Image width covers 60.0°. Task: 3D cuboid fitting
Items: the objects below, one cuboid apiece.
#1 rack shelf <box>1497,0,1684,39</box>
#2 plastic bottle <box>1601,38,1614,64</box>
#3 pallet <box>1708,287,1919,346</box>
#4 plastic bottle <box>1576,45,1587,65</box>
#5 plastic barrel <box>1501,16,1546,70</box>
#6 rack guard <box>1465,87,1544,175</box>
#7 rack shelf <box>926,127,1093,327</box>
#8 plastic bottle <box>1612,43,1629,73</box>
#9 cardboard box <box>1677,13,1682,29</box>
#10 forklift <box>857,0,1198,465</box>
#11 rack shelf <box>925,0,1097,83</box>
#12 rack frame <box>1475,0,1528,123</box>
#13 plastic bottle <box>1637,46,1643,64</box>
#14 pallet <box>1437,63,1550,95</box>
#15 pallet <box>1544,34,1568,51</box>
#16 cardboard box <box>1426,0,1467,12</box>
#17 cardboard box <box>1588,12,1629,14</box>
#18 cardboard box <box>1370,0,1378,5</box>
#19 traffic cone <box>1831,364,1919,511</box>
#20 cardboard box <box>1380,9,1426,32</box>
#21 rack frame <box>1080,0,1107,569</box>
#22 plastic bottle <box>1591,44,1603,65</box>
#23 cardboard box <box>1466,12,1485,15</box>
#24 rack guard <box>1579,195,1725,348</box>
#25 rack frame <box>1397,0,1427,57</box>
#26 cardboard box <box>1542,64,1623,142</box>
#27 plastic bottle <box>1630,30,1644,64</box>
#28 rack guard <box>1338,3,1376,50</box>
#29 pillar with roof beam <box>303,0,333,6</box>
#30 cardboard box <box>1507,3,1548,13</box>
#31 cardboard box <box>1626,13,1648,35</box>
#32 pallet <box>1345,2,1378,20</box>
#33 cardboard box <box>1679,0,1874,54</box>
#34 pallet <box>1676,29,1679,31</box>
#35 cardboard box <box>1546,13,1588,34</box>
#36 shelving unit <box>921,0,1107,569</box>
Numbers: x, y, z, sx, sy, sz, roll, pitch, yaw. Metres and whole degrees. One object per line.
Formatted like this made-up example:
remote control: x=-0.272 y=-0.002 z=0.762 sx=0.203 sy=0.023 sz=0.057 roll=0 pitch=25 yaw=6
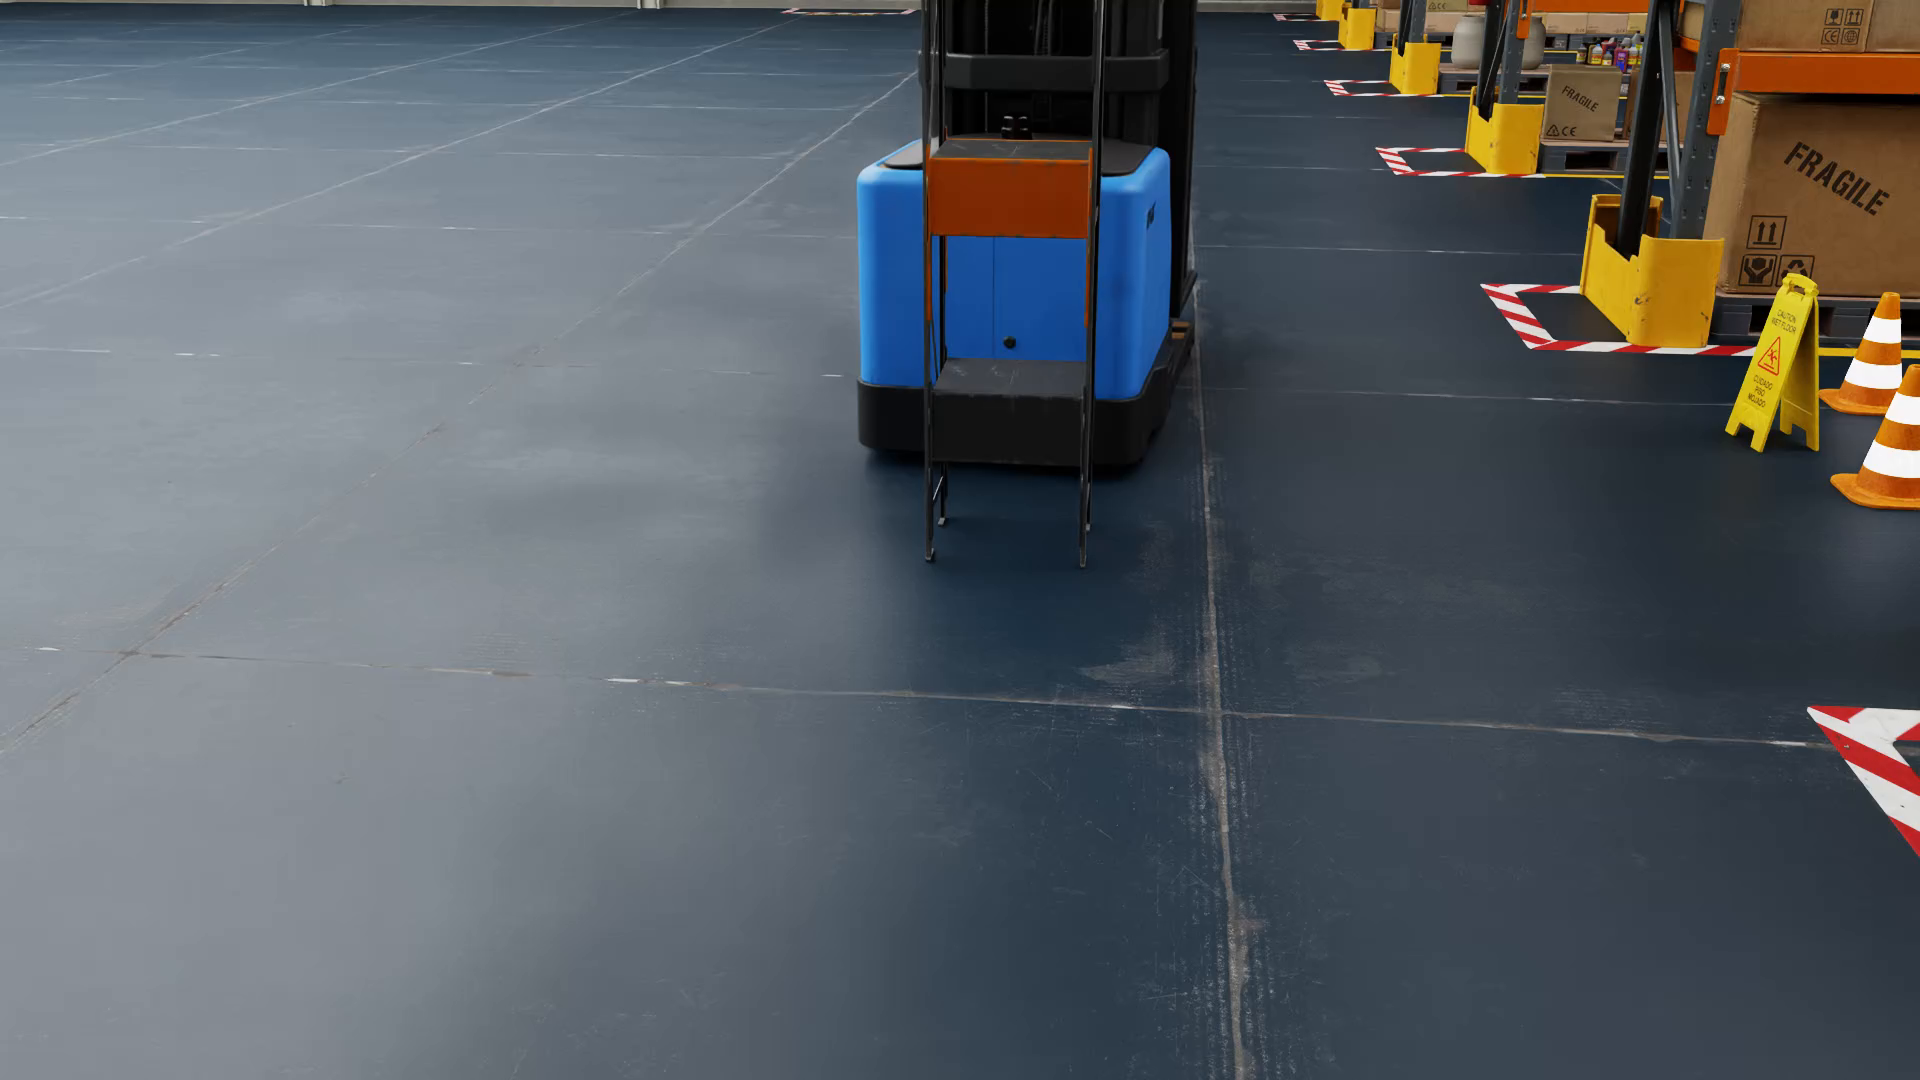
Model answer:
rack shelf: x=6.054 y=-3.882 z=12.158 sx=4.000 sy=0.370 sz=1.077 roll=2 pitch=22 yaw=6
plastic bottle: x=6.773 y=-5.109 z=17.389 sx=0.135 sy=0.276 sz=0.152 roll=3 pitch=22 yaw=7
pallet: x=4.187 y=-1.194 z=8.172 sx=1.213 sy=0.211 sz=1.003 roll=2 pitch=22 yaw=6
plastic bottle: x=6.526 y=-5.095 z=17.456 sx=0.097 sy=0.201 sz=0.097 roll=0 pitch=22 yaw=0
plastic barrel: x=5.811 y=-5.128 z=17.142 sx=0.421 sy=0.512 sz=0.421 roll=0 pitch=22 yaw=0
rack guard: x=4.143 y=-3.137 z=12.696 sx=0.348 sy=0.500 sz=1.175 roll=2 pitch=22 yaw=6
rack shelf: x=0.164 y=-0.957 z=5.041 sx=0.480 sy=0.518 sz=0.431 roll=2 pitch=22 yaw=6
plastic bottle: x=6.637 y=-4.844 z=16.709 sx=0.133 sy=0.283 sz=0.061 roll=3 pitch=22 yaw=7
cardboard box: x=9.655 y=-6.751 z=21.605 sx=0.500 sy=0.250 sz=0.500 roll=2 pitch=22 yaw=6
forklift: x=0.450 y=-2.138 z=6.861 sx=1.130 sy=2.935 sz=3.031 roll=5 pitch=22 yaw=12
rack shelf: x=0.164 y=-1.608 z=4.783 sx=0.480 sy=0.518 sz=0.431 roll=2 pitch=22 yaw=6
rack frame: x=4.068 y=-4.303 z=12.244 sx=0.127 sy=3.000 sz=1.000 roll=2 pitch=22 yaw=6
plastic bottle: x=6.854 y=-4.836 z=16.704 sx=0.097 sy=0.271 sz=0.097 roll=0 pitch=22 yaw=0
pallet: x=5.538 y=-4.791 z=17.272 sx=1.213 sy=0.211 sz=1.003 roll=2 pitch=22 yaw=6
pallet: x=7.210 y=-6.552 z=21.724 sx=1.213 sy=0.211 sz=1.003 roll=2 pitch=22 yaw=6
cardboard box: x=6.240 y=-7.060 z=21.366 sx=0.500 sy=0.500 sz=0.500 roll=2 pitch=22 yaw=6
cardboard box: x=8.228 y=-6.978 z=21.159 sx=0.500 sy=0.500 sz=0.500 roll=2 pitch=22 yaw=6
cardboard box: x=6.493 y=-8.620 z=26.222 sx=0.500 sy=0.311 sz=0.500 roll=0 pitch=22 yaw=0
traffic cone: x=3.273 y=-0.378 z=5.765 sx=0.334 sy=0.463 sz=0.336 roll=2 pitch=22 yaw=6
cardboard box: x=5.744 y=-6.732 z=21.557 sx=0.500 sy=0.250 sz=0.500 roll=2 pitch=22 yaw=6
rack frame: x=0.407 y=-0.959 z=5.009 sx=0.015 sy=2.100 sz=0.400 roll=2 pitch=22 yaw=6
plastic bottle: x=6.415 y=-4.855 z=16.753 sx=0.097 sy=0.271 sz=0.097 roll=0 pitch=22 yaw=0
cardboard box: x=6.737 y=-6.690 z=21.450 sx=0.500 sy=0.250 sz=0.500 roll=2 pitch=22 yaw=6
rack guard: x=3.360 y=-1.335 z=8.137 sx=0.348 sy=0.500 sz=1.175 roll=2 pitch=22 yaw=6
rack frame: x=4.651 y=-6.111 z=16.818 sx=0.127 sy=3.000 sz=1.000 roll=2 pitch=22 yaw=6
cardboard box: x=4.686 y=-3.303 z=12.543 sx=0.500 sy=0.500 sz=0.500 roll=7 pitch=23 yaw=16
plastic bottle: x=7.076 y=-5.132 z=17.346 sx=0.185 sy=0.351 sz=0.144 roll=3 pitch=22 yaw=9
rack guard: x=5.214 y=-6.758 z=21.855 sx=0.348 sy=0.500 sz=1.175 roll=2 pitch=22 yaw=6
pillar with roof beam: x=-11.768 y=-12.011 z=23.581 sx=0.400 sy=9.000 sz=9.100 roll=2 pitch=22 yaw=6
cardboard box: x=7.233 y=-7.015 z=21.252 sx=0.500 sy=0.500 sz=0.500 roll=2 pitch=22 yaw=6
cardboard box: x=8.723 y=-6.604 z=21.232 sx=0.500 sy=0.250 sz=0.500 roll=2 pitch=22 yaw=6
pallet: x=6.695 y=-8.380 z=26.350 sx=1.213 sy=0.211 sz=1.003 roll=2 pitch=22 yaw=6
cardboard box: x=3.758 y=-2.567 z=7.649 sx=0.550 sy=0.550 sz=0.875 roll=2 pitch=22 yaw=6
pallet: x=9.946 y=-6.432 z=21.423 sx=1.213 sy=0.211 sz=1.003 roll=2 pitch=22 yaw=6
cardboard box: x=7.730 y=-6.645 z=21.337 sx=0.500 sy=0.250 sz=0.500 roll=2 pitch=22 yaw=6
shelving unit: x=0.164 y=-0.969 z=5.036 sx=0.503 sy=2.100 sz=0.431 roll=2 pitch=22 yaw=6
